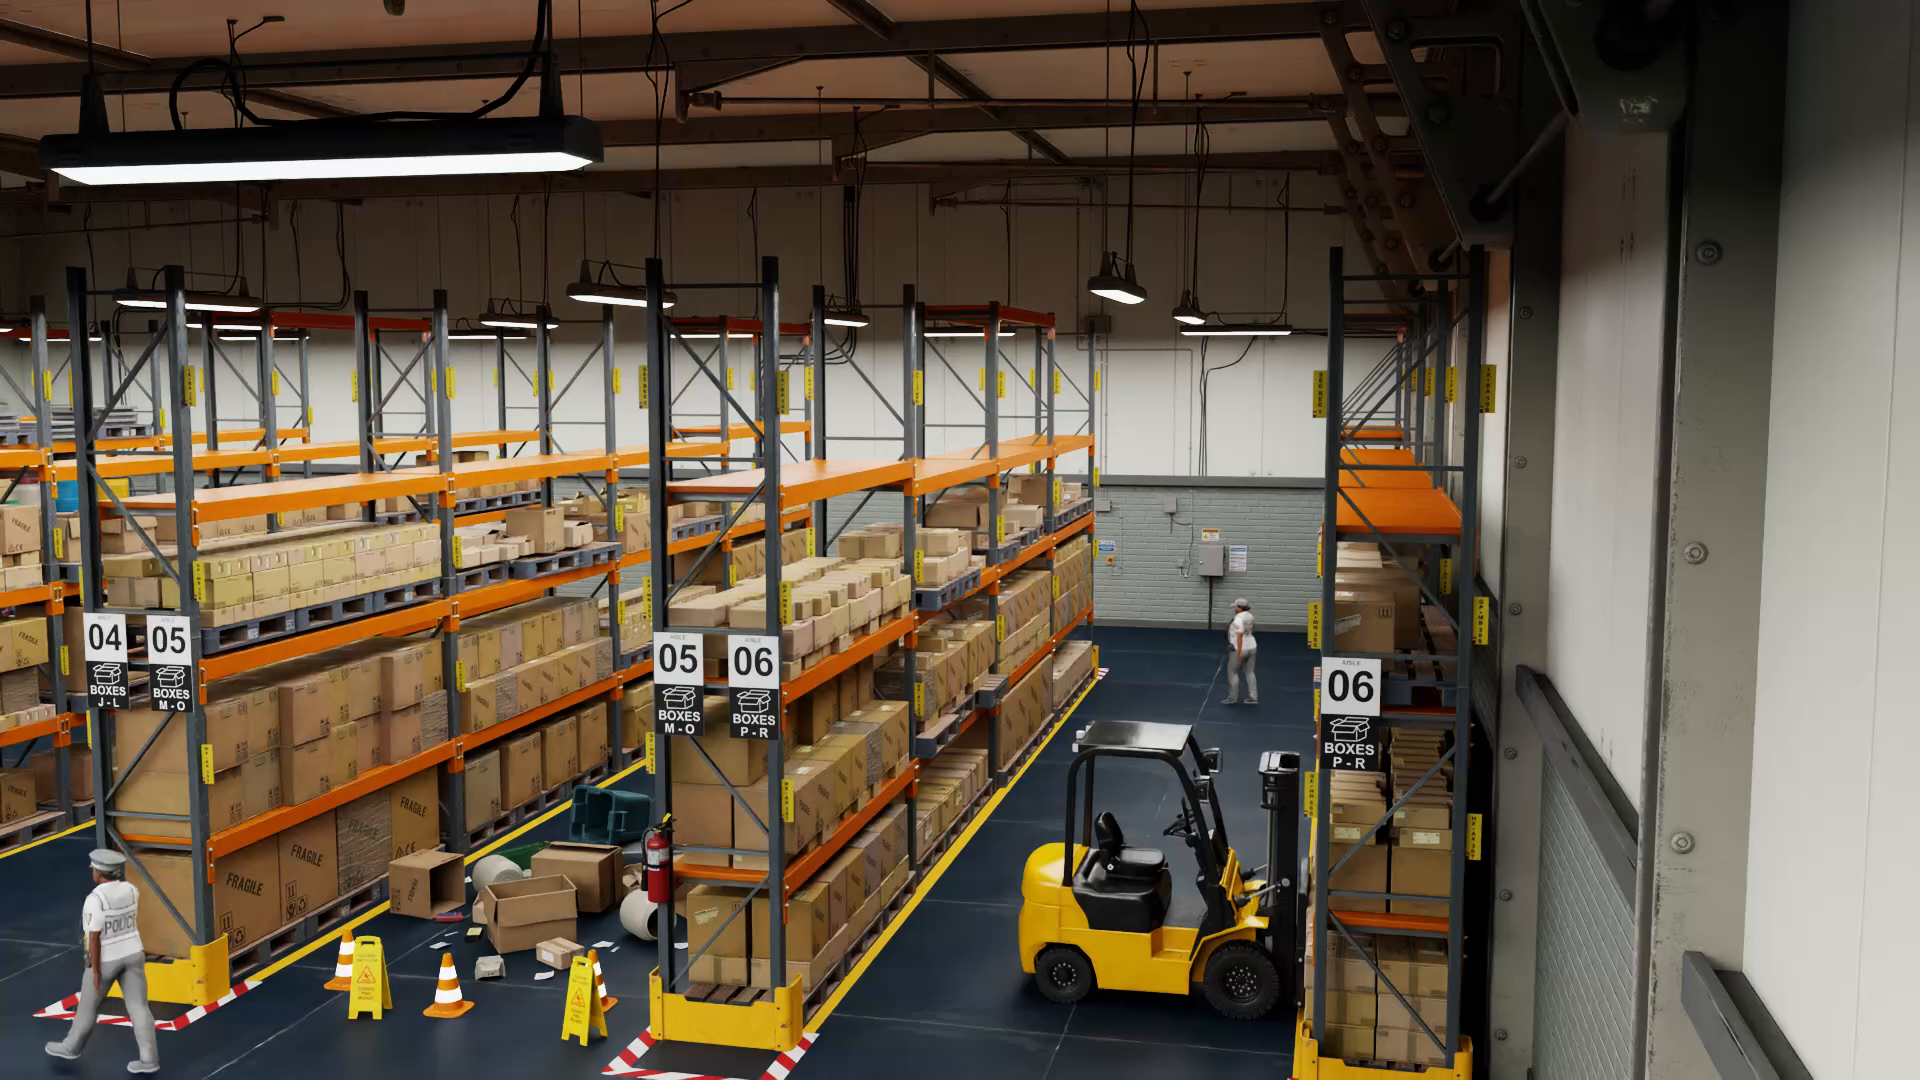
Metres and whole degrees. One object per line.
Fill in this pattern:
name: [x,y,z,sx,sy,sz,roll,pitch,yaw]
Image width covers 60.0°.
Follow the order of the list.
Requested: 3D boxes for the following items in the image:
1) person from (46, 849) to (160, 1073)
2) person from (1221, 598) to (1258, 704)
person: [-6.325,3.092,12.302,0.976,1.627,0.483,4,7,33]
person: [4.360,1.738,25.841,0.492,1.687,0.579,-5,8,-41]
